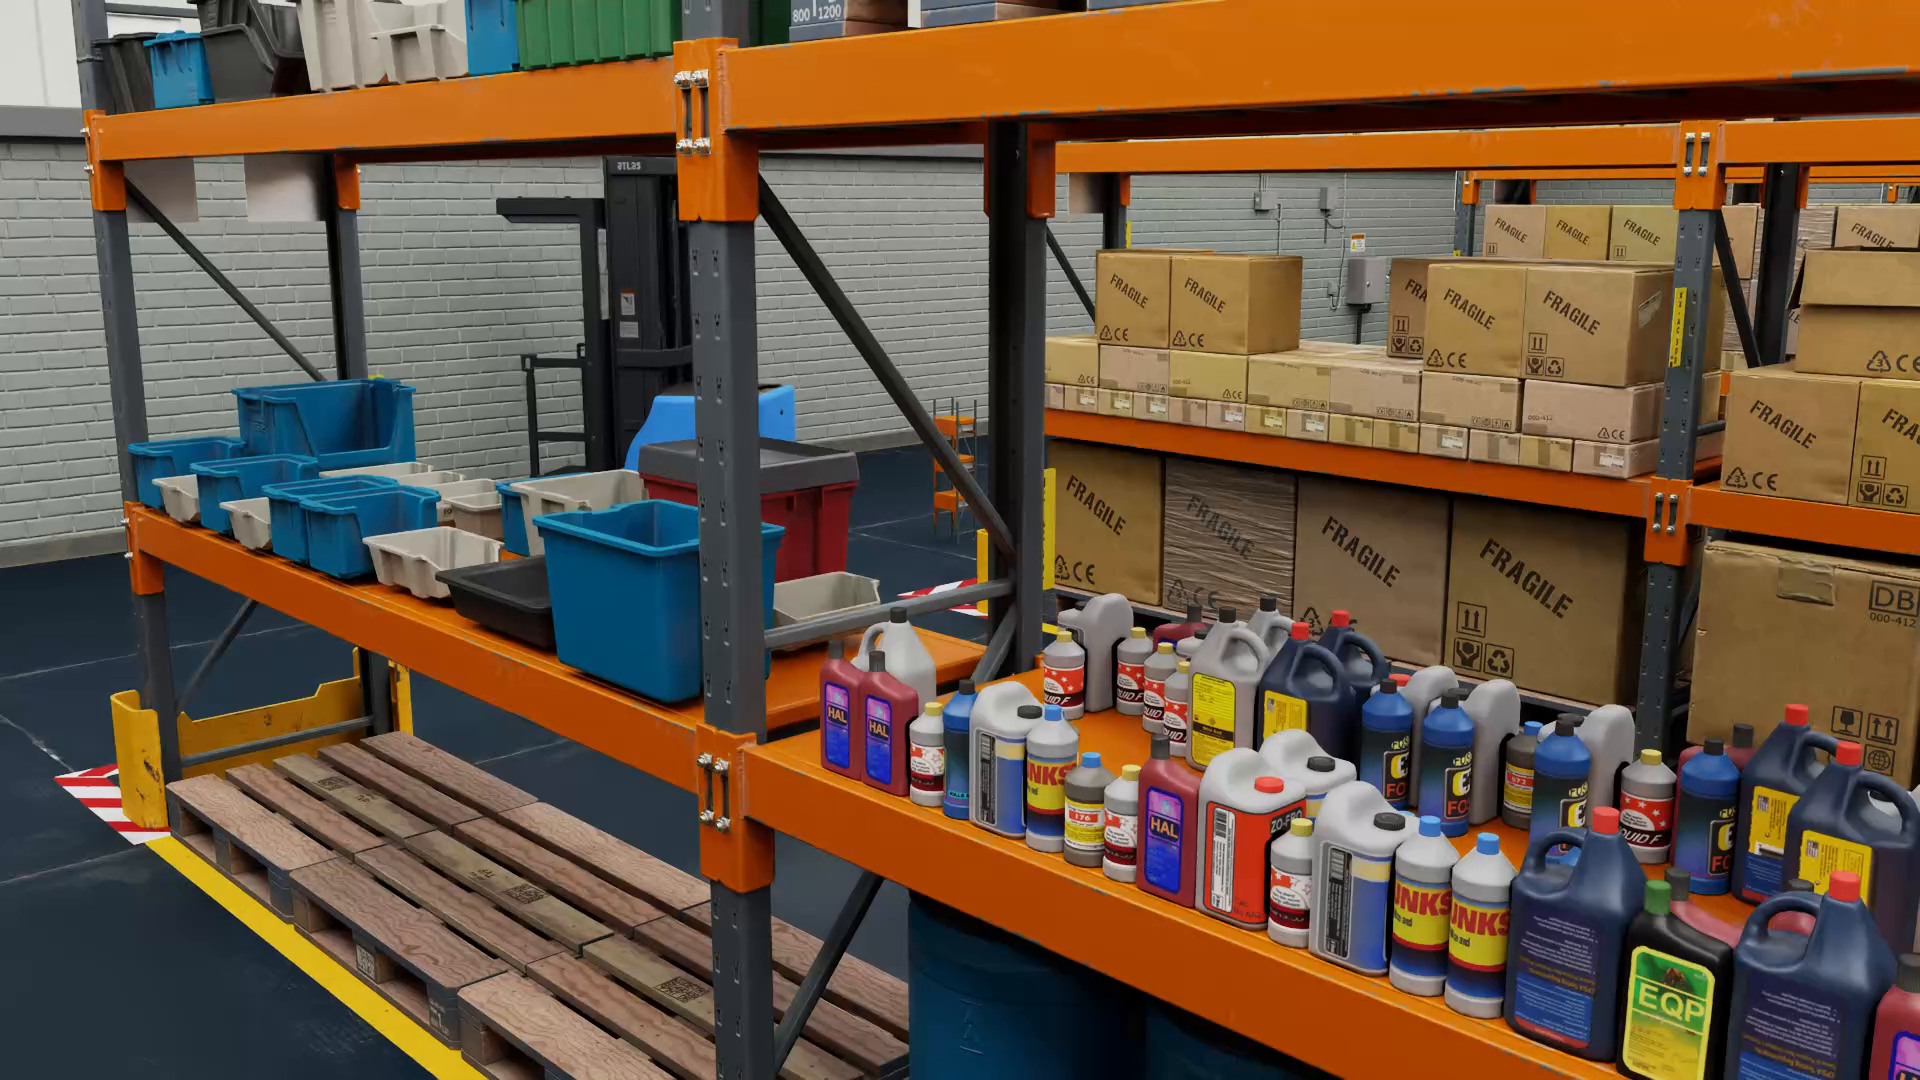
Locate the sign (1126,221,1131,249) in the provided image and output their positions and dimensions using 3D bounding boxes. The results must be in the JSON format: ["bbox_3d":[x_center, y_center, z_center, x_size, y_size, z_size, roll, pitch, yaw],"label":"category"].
[{"bbox_3d":[1.039,-1.843,10.469,0.100,0.325,0.005,-11,16,-43],"label":"sign"}]

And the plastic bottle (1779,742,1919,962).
[{"bbox_3d":[1.432,0.501,2.666,0.144,0.351,0.185,-11,16,-43],"label":"plastic bottle"}]

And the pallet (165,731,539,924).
[{"bbox_3d":[-2.404,1.095,6.574,1.003,0.211,1.213,-11,16,-43],"label":"pallet"}]

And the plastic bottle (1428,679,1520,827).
[{"bbox_3d":[1.016,0.407,3.310,0.152,0.276,0.135,-11,16,-43],"label":"plastic bottle"}]

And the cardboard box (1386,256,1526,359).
[{"bbox_3d":[2.556,-1.196,8.561,0.500,0.500,0.500,11,16,43],"label":"cardboard box"}]

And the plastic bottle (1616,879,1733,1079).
[{"bbox_3d":[0.982,0.615,2.281,0.061,0.283,0.133,-11,16,-43],"label":"plastic bottle"}]

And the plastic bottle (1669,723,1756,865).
[{"bbox_3d":[1.369,0.465,3.012,0.061,0.283,0.133,-11,16,-43],"label":"plastic bottle"}]

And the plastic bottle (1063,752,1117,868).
[{"bbox_3d":[0.241,0.493,3.075,0.097,0.201,0.097,0,12,0],"label":"plastic bottle"}]

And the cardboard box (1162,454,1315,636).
[{"bbox_3d":[1.765,-0.037,9.381,0.875,0.875,0.875,-11,16,-43],"label":"cardboard box"}]

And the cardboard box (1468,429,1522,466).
[{"bbox_3d":[2.597,-0.454,7.803,0.380,0.149,0.250,-11,16,-44],"label":"cardboard box"}]

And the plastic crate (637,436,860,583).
[{"bbox_3d":[-0.618,-0.039,4.859,0.402,0.464,0.583,-11,16,-43],"label":"plastic crate"}]

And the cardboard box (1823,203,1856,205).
[{"bbox_3d":[8.373,-3.116,15.767,0.250,0.149,0.380,11,16,43],"label":"cardboard box"}]

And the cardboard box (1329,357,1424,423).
[{"bbox_3d":[2.193,-0.753,8.266,0.500,0.250,0.500,-10,16,-41],"label":"cardboard box"}]

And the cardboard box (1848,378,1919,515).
[{"bbox_3d":[3.884,-0.377,6.559,0.500,0.500,0.500,-11,16,-42],"label":"cardboard box"}]

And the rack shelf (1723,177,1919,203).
[{"bbox_3d":[9.185,-3.293,15.309,1.077,0.370,4.000,-11,16,-43],"label":"rack shelf"}]

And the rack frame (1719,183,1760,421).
[{"bbox_3d":[7.804,-2.468,16.956,1.000,3.000,0.127,-11,16,-43],"label":"rack frame"}]

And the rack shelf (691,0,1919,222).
[{"bbox_3d":[1.198,-0.638,2.423,1.077,0.370,4.000,-11,16,-43],"label":"rack shelf"}]

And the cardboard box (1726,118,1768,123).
[{"bbox_3d":[5.493,-2.830,11.653,0.500,0.250,0.500,-11,16,-43],"label":"cardboard box"}]

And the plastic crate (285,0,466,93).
[{"bbox_3d":[-1.638,-1.441,4.833,0.437,0.282,0.530,-11,16,-43],"label":"plastic crate"}]

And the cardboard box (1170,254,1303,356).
[{"bbox_3d":[1.480,-1.271,8.923,0.500,0.500,0.500,11,16,44],"label":"cardboard box"}]

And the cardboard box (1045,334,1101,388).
[{"bbox_3d":[0.773,-1.051,9.715,0.500,0.250,0.500,11,16,44],"label":"cardboard box"}]

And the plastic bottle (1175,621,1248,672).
[{"bbox_3d":[0.575,0.314,3.763,0.152,0.276,0.135,-11,16,-43],"label":"plastic bottle"}]

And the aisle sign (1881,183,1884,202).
[{"bbox_3d":[11.132,-4.402,19.903,0.394,0.787,0.004,-11,16,-43],"label":"aisle sign"}]

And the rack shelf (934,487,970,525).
[{"bbox_3d":[-0.037,-0.239,12.402,0.215,0.259,0.240,-11,16,-43],"label":"rack shelf"}]

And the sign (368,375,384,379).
[{"bbox_3d":[-2.559,-0.556,7.270,0.100,0.325,0.005,-11,16,-43],"label":"sign"}]

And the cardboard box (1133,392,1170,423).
[{"bbox_3d":[1.180,-0.753,9.258,0.380,0.149,0.250,-11,16,-43],"label":"cardboard box"}]

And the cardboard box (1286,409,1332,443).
[{"bbox_3d":[1.889,-0.604,8.530,0.380,0.149,0.250,-11,16,-42],"label":"cardboard box"}]

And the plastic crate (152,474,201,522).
[{"bbox_3d":[-2.851,-0.157,6.243,0.250,0.136,0.298,-11,16,-43],"label":"plastic crate"}]

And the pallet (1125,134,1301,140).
[{"bbox_3d":[1.157,-2.406,9.441,1.003,0.211,1.213,-11,16,-43],"label":"pallet"}]

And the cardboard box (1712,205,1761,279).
[{"bbox_3d":[5.463,-2.119,11.802,0.500,0.500,0.500,11,16,43],"label":"cardboard box"}]

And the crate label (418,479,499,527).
[{"bbox_3d":[-1.852,-0.121,6.072,0.396,0.136,0.243,-11,16,-43],"label":"crate label"}]

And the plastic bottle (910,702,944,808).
[{"bbox_3d":[-0.053,0.431,3.377,0.097,0.201,0.097,0,12,0],"label":"plastic bottle"}]

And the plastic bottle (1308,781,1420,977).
[{"bbox_3d":[0.661,0.538,2.676,0.152,0.276,0.135,-11,16,-43],"label":"plastic bottle"}]

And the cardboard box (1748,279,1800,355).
[{"bbox_3d":[5.818,-1.554,11.536,0.500,0.500,0.500,-11,16,-43],"label":"cardboard box"}]

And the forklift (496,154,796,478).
[{"bbox_3d":[-2.846,-1.570,12.766,3.031,2.935,1.130,2,12,11],"label":"forklift"}]

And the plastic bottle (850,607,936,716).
[{"bbox_3d":[-0.147,0.314,3.577,0.144,0.351,0.185,-11,16,-43],"label":"plastic bottle"}]

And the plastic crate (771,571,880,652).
[{"bbox_3d":[-0.401,0.199,4.516,0.396,0.136,0.243,-11,16,-43],"label":"plastic crate"}]

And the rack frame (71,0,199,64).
[{"bbox_3d":[-2.945,-3.335,6.297,1.000,3.000,0.127,-11,16,-43],"label":"rack frame"}]

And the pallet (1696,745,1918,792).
[{"bbox_3d":[3.987,0.965,7.205,1.003,0.211,1.213,-11,16,-43],"label":"pallet"}]

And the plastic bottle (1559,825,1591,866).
[{"bbox_3d":[0.960,0.569,2.535,0.097,0.271,0.097,0,12,0],"label":"plastic bottle"}]

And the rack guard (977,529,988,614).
[{"bbox_3d":[0.620,0.134,10.522,1.175,0.500,0.348,-11,16,-43],"label":"rack guard"}]

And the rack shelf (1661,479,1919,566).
[{"bbox_3d":[4.780,0.141,6.075,1.077,0.370,4.000,-11,16,-43],"label":"rack shelf"}]

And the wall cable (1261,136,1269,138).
[{"bbox_3d":[3.672,-6.197,20.189,0.463,3.000,0.029,-11,16,-43],"label":"wall cable"}]

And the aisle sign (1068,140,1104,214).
[{"bbox_3d":[0.804,-2.412,10.244,0.394,0.787,0.004,-11,16,-43],"label":"aisle sign"}]

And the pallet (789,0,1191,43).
[{"bbox_3d":[0.429,-1.089,3.297,1.213,0.211,1.003,-11,16,-43],"label":"pallet"}]

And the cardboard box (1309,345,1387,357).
[{"bbox_3d":[2.228,-0.901,8.988,0.500,0.250,0.500,-11,16,-42],"label":"cardboard box"}]

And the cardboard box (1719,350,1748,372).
[{"bbox_3d":[5.558,-1.284,11.831,0.380,0.149,0.250,-10,16,-41],"label":"cardboard box"}]

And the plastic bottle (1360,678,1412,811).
[{"bbox_3d":[0.846,0.410,3.308,0.097,0.271,0.097,0,12,0],"label":"plastic bottle"}]

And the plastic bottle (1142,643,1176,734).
[{"bbox_3d":[0.471,0.338,3.830,0.097,0.201,0.097,0,12,0],"label":"plastic bottle"}]

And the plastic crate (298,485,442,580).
[{"bbox_3d":[-1.897,-0.026,5.371,0.416,0.233,0.300,-11,16,-43],"label":"plastic crate"}]

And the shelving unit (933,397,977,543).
[{"bbox_3d":[-0.037,-0.522,12.343,0.215,1.050,0.252,-11,16,-43],"label":"shelving unit"}]

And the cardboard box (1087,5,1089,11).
[{"bbox_3d":[1.035,-2.791,9.556,0.500,0.500,0.700,11,16,42],"label":"cardboard box"}]
